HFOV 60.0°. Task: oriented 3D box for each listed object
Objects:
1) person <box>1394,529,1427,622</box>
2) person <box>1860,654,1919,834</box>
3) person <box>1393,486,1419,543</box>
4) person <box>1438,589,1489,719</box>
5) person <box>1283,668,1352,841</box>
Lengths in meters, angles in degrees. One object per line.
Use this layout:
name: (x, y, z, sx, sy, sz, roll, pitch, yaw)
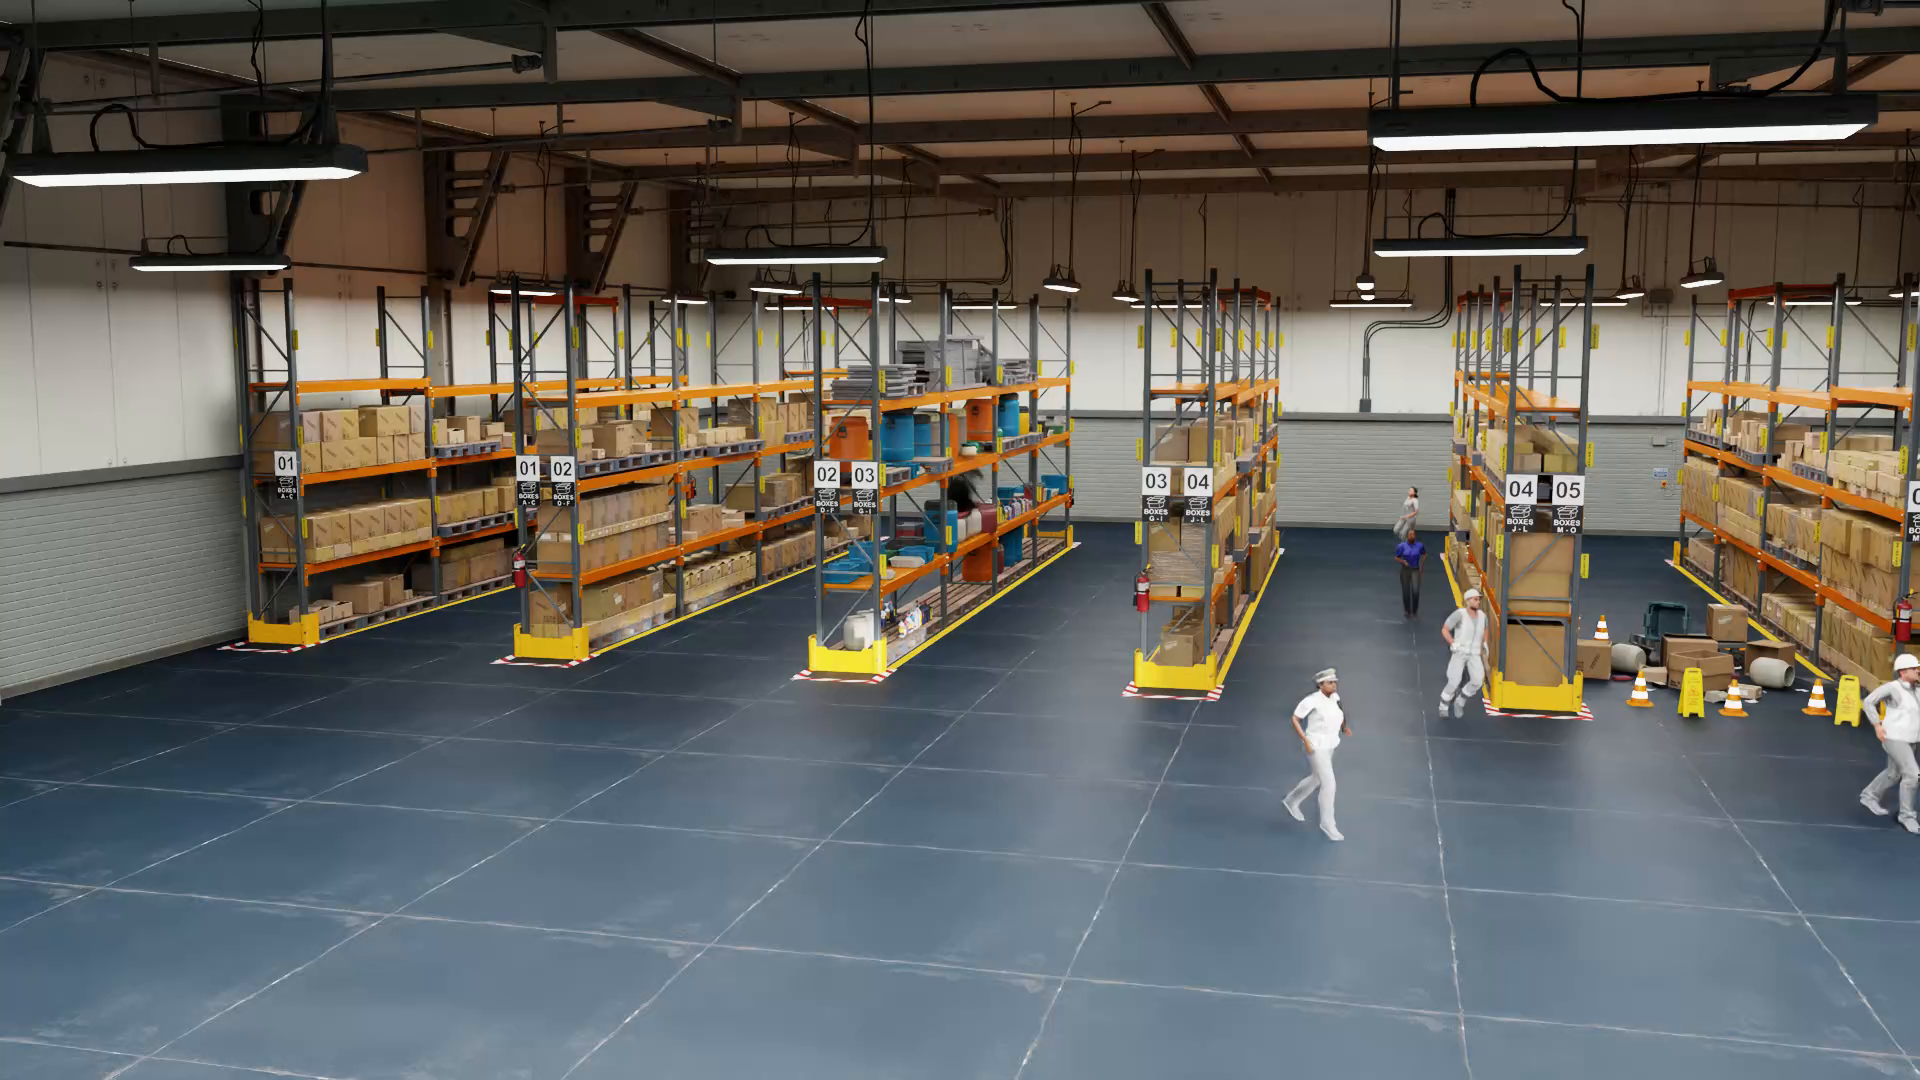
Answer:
person: (8.054, 0.634, 29.760, 0.562, 1.686, 0.708, 2, 7, 15)
person: (9.732, 2.073, 17.213, 0.644, 1.820, 0.788, -4, 8, -30)
person: (10.464, -0.467, 38.962, 0.535, 1.599, 0.592, -3, 8, -24)
person: (6.713, 1.508, 21.960, 0.719, 1.717, 0.599, -1, 7, -8)
person: (3.655, 2.132, 16.987, 0.576, 1.735, 0.796, -6, 9, -43)
